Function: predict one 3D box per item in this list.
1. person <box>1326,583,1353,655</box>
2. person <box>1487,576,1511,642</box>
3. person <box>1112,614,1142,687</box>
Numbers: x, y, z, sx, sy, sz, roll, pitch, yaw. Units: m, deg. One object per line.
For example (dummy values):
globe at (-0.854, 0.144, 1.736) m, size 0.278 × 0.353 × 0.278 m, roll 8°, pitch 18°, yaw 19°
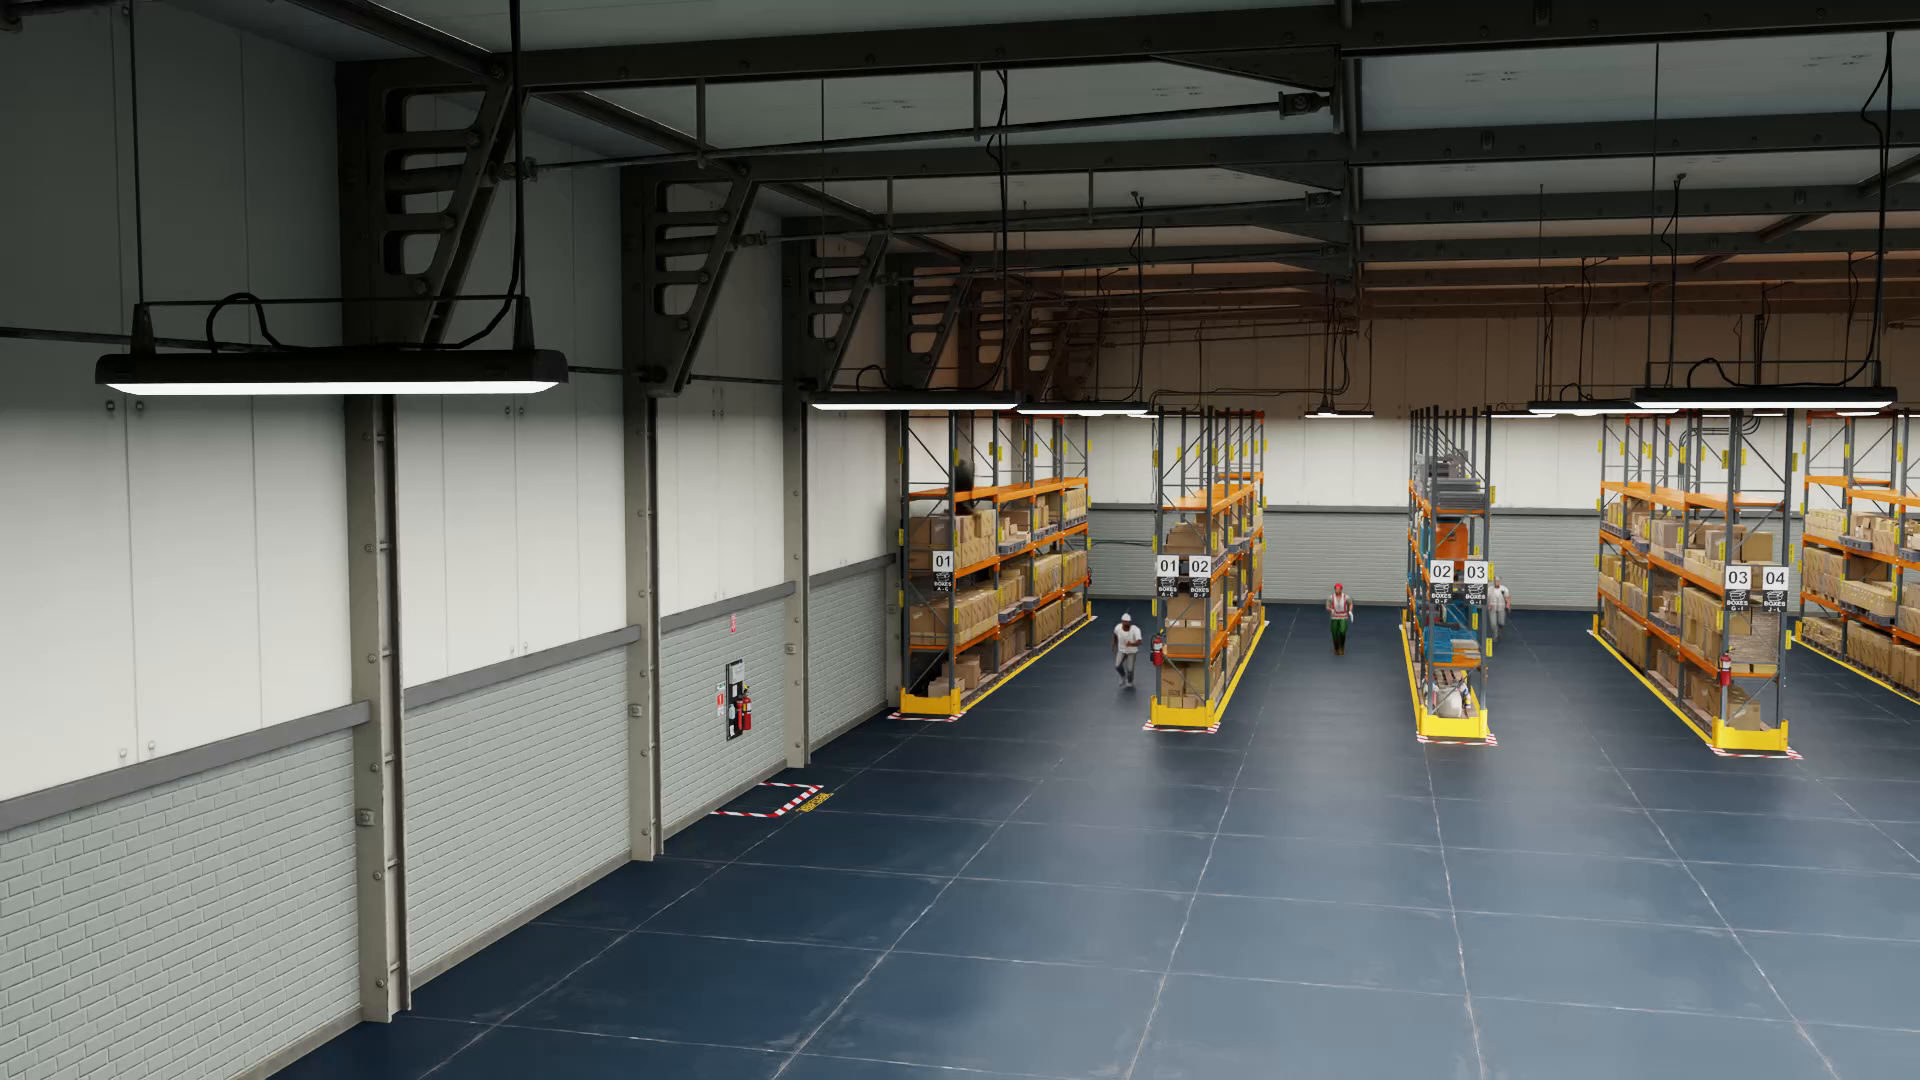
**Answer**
person at (9.226, 1.929, 40.454) m, size 0.651 × 1.766 × 0.772 m, roll 1°, pitch 4°, yaw 14°
person at (13.904, 1.782, 43.008) m, size 0.654 × 1.720 × 0.629 m, roll 1°, pitch 4°, yaw 13°
person at (3.528, 2.360, 35.382) m, size 0.733 × 1.626 × 0.911 m, roll 2°, pitch 4°, yaw 20°
